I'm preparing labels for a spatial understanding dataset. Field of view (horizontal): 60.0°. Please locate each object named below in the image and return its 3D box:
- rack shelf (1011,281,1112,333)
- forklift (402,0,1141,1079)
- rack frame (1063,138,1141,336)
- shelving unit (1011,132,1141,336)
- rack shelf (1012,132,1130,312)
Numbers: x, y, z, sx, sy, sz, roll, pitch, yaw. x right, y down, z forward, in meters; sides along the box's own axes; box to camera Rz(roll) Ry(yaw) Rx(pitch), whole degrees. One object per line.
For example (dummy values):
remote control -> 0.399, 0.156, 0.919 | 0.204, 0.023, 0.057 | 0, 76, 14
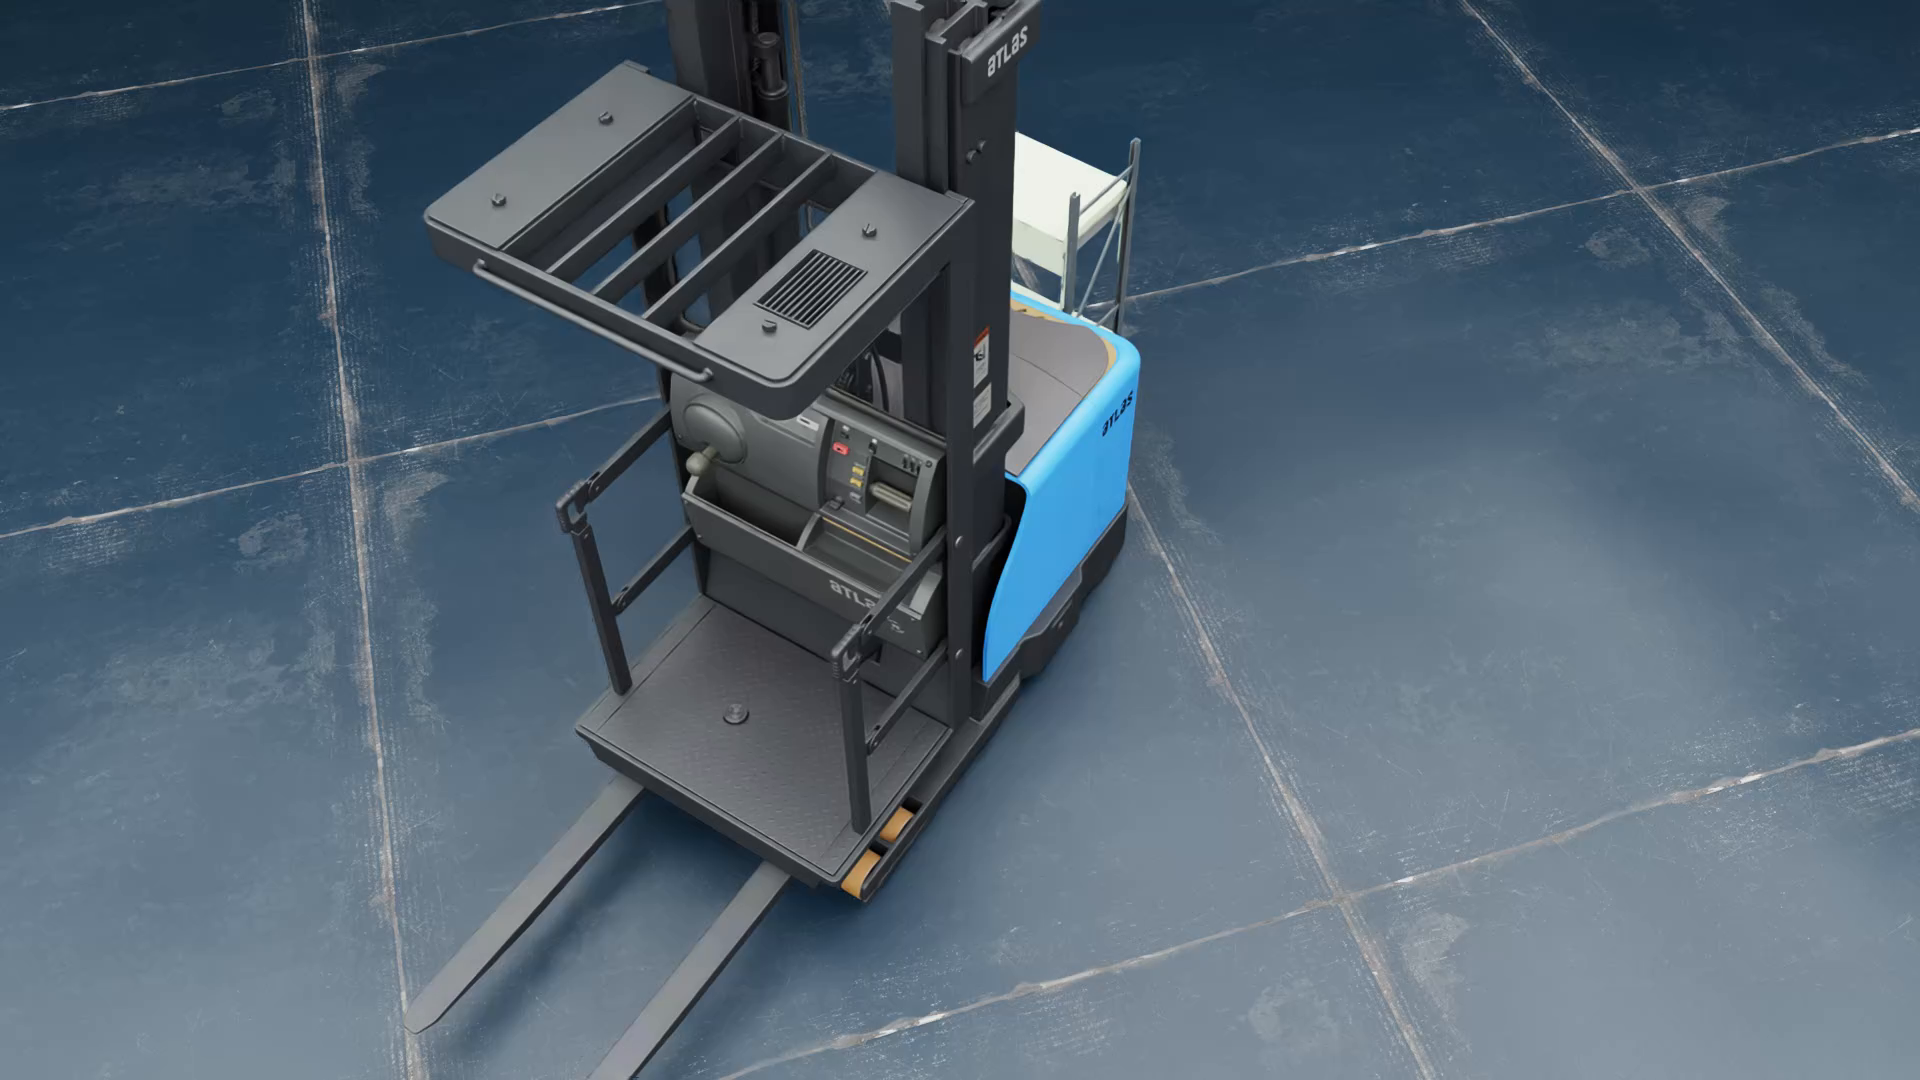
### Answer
rack shelf -> 0.205, -0.742, 6.610 | 0.720, 0.370, 0.431 | 30, 56, 23
forklift -> -0.584, -0.174, 4.770 | 1.130, 2.935, 3.031 | 26, 55, 20
rack frame -> 0.496, -0.782, 6.218 | 0.023, 1.500, 0.400 | 30, 56, 23
shelving unit -> 0.205, -0.952, 6.361 | 0.755, 1.500, 0.431 | 30, 56, 23
rack shelf -> 0.205, -1.203, 6.063 | 0.720, 0.370, 0.431 | 30, 56, 23
